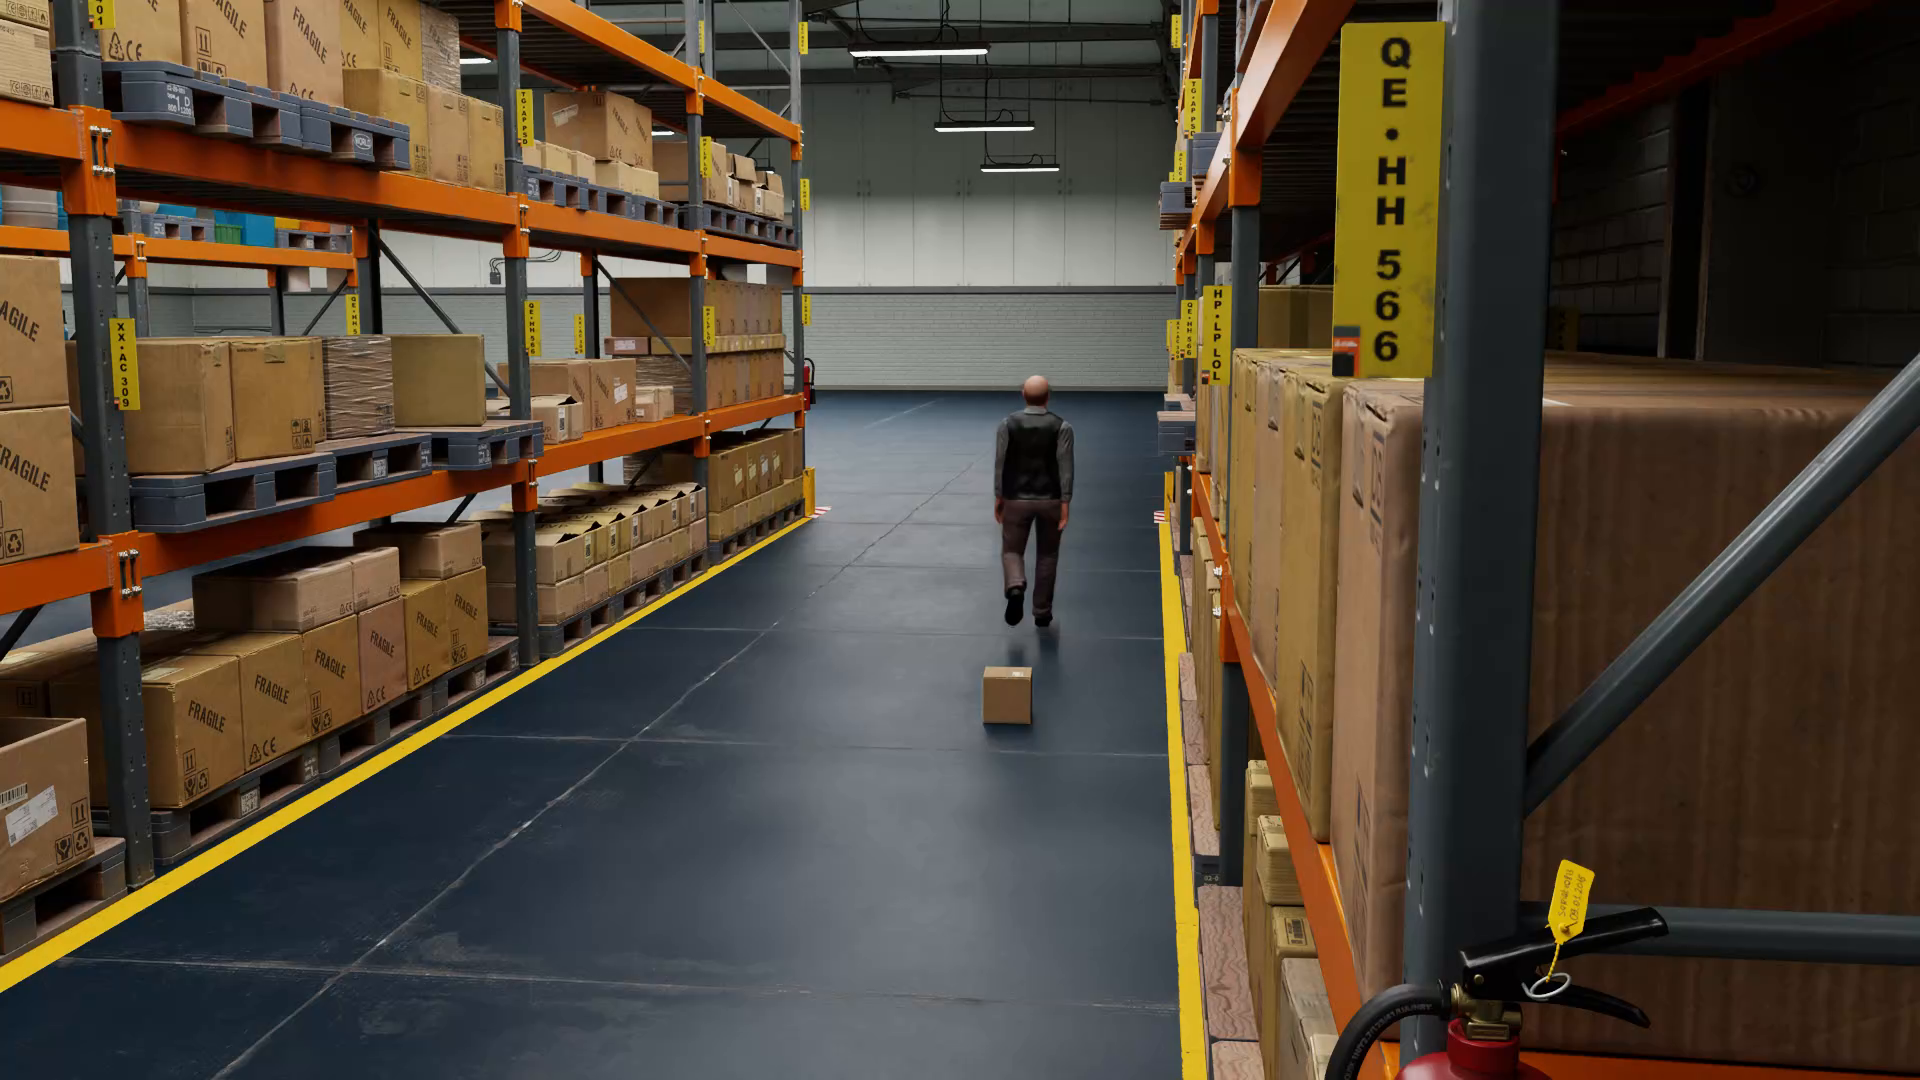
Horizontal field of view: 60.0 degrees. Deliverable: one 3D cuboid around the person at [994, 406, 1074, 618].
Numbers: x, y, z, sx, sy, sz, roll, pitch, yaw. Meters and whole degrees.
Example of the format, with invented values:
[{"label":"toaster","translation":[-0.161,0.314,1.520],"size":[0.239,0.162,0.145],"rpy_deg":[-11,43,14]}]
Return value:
[{"label":"person","translation":[0.491,-0.171,11.098],"size":[0.535,1.447,0.582],"rpy_deg":[0,8,3]}]
